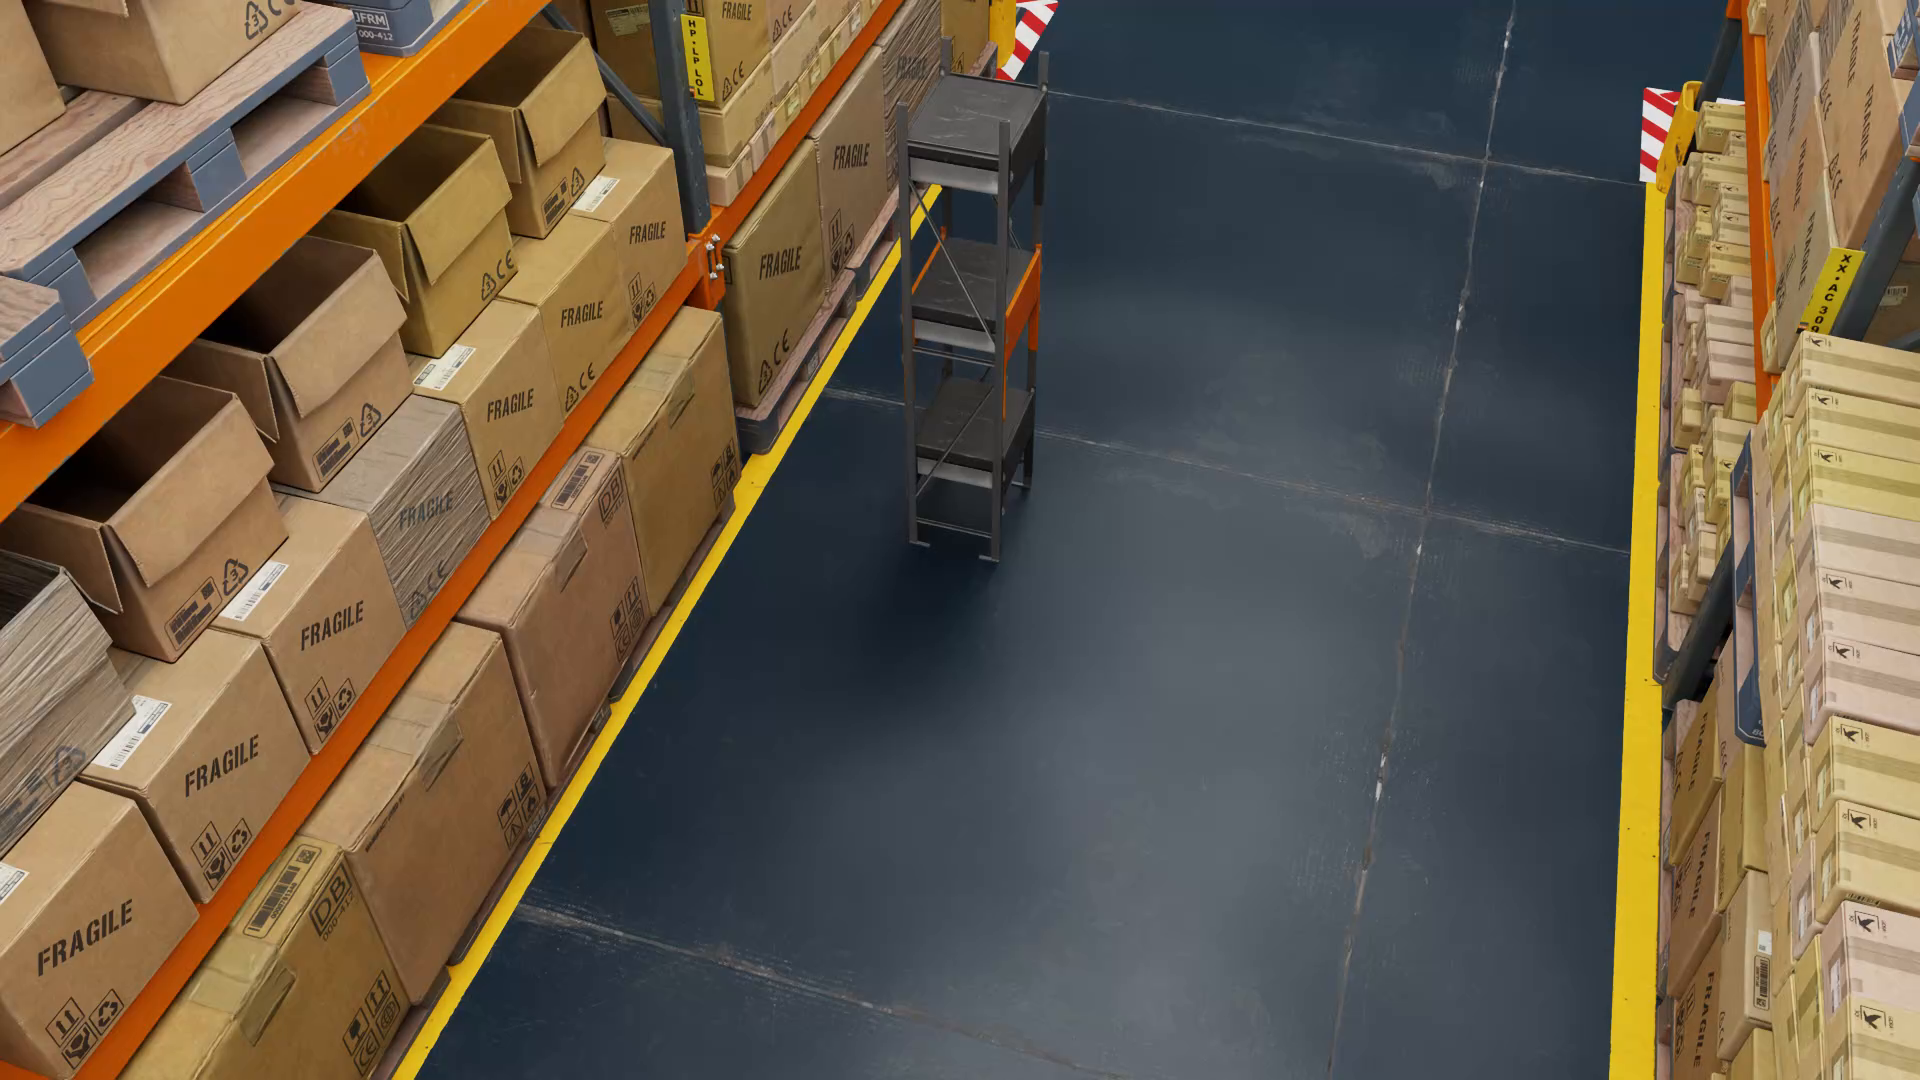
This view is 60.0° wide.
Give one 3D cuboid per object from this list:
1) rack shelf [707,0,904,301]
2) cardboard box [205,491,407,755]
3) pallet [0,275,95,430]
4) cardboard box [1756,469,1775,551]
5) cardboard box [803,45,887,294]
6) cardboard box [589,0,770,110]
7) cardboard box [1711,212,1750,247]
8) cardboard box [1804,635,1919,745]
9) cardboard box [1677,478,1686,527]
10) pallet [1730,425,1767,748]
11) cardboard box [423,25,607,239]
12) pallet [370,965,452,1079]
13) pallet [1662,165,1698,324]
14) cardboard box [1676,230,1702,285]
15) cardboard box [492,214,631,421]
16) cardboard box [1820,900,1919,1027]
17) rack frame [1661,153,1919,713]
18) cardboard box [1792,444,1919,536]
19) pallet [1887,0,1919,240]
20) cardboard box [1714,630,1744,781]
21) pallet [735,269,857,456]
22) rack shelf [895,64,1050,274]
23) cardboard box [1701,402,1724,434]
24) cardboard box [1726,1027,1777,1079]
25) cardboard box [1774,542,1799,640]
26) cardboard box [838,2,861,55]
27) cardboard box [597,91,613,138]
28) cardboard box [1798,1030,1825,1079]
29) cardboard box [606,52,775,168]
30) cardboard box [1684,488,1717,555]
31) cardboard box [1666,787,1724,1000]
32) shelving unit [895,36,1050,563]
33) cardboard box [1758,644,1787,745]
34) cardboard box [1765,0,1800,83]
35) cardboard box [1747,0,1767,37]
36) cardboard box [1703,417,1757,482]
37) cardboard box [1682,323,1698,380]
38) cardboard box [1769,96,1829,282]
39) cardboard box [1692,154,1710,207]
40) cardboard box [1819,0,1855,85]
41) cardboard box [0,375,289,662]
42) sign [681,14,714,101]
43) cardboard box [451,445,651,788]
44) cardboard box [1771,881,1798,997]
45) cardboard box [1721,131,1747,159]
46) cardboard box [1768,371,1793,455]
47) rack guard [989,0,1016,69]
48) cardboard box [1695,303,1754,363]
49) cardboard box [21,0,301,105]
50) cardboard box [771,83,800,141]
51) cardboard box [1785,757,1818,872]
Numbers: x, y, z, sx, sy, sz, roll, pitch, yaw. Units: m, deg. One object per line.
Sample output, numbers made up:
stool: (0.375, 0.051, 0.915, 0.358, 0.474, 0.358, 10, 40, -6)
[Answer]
rack shelf: (-0.866, -2.540, 8.114, 1.077, 0.370, 4.000, 13, 46, 13)
cardboard box: (-1.970, 0.214, 4.714, 0.500, 0.500, 0.500, 12, 46, 12)
pallet: (-2.538, -0.243, 3.243, 1.213, 0.211, 1.003, 15, 46, 14)
cardboard box: (2.589, -0.055, 4.940, 0.380, 0.149, 0.250, 13, 46, 13)
cardboard box: (-0.923, -1.877, 8.142, 0.875, 0.875, 0.875, 13, 46, 13)
cardboard box: (-1.083, -2.050, 6.457, 0.500, 0.500, 0.500, 13, 46, 13)
cardboard box: (3.698, -1.363, 7.710, 0.380, 0.149, 0.250, 14, 46, 14)
cardboard box: (2.277, 0.408, 4.041, 0.380, 0.149, 0.250, 14, 46, 14)
cardboard box: (3.196, -0.156, 6.902, 0.380, 0.149, 0.250, 11, 45, 11)
pallet: (2.855, 0.201, 4.936, 1.003, 0.211, 1.213, 13, 46, 13)
cardboard box: (-1.657, -1.431, 5.677, 0.797, 0.503, 0.637, 11, 46, 11)
pallet: (-2.372, 1.690, 5.271, 1.003, 0.211, 1.213, 13, 46, 13)
pallet: (4.134, -1.431, 8.460, 1.003, 0.211, 1.213, 13, 46, 13)
cardboard box: (3.721, -1.356, 8.128, 0.380, 0.149, 0.250, 13, 46, 13)
cardboard box: (-1.509, -0.802, 5.752, 0.500, 0.500, 0.500, 14, 46, 14)
cardboard box: (2.039, 0.944, 3.494, 0.380, 0.149, 0.250, 13, 46, 13)
rack frame: (3.225, -0.346, 5.358, 1.000, 3.000, 0.127, 13, 46, 13)
cardboard box: (2.509, -0.096, 4.557, 0.380, 0.149, 0.250, 13, 46, 13)
pallet: (2.937, -0.962, 3.977, 1.213, 0.211, 1.003, 13, 46, 13)
cardboard box: (2.750, 0.566, 5.377, 0.500, 0.250, 0.500, 11, 45, 11)
pallet: (-1.166, -0.957, 7.976, 1.003, 0.211, 1.213, 13, 46, 13)
rack shelf: (0.050, -1.351, 6.047, 0.431, 0.518, 0.480, 13, 46, 12)
cardboard box: (3.380, -0.546, 7.088, 0.380, 0.149, 0.250, 14, 46, 13)
cardboard box: (2.283, 1.610, 4.310, 0.500, 0.250, 0.500, 14, 46, 13)
cardboard box: (2.435, 0.171, 4.496, 0.380, 0.149, 0.250, 11, 45, 11)
cardboard box: (-0.673, -2.365, 7.601, 0.380, 0.149, 0.250, 13, 46, 13)
cardboard box: (-1.588, -1.866, 6.806, 0.500, 0.250, 0.500, 12, 46, 12)
cardboard box: (1.962, 1.207, 3.437, 0.380, 0.149, 0.250, 13, 46, 13)
cardboard box: (-1.079, -1.774, 6.712, 0.500, 0.250, 0.500, 12, 46, 12)
cardboard box: (3.088, -0.044, 6.574, 0.380, 0.149, 0.250, 11, 45, 11)
cardboard box: (2.590, 1.187, 5.278, 0.500, 0.500, 0.500, 14, 46, 14)
shelving unit: (0.050, -0.861, 6.527, 0.431, 2.100, 0.503, 13, 46, 12)
cardboard box: (2.356, 0.448, 4.426, 0.380, 0.149, 0.250, 11, 45, 11)
cardboard box: (3.739, -2.227, 6.996, 0.500, 0.500, 0.500, 13, 46, 13)
cardboard box: (3.856, -2.429, 7.667, 0.380, 0.149, 0.250, 11, 46, 11)
cardboard box: (3.193, -0.328, 6.652, 0.380, 0.149, 0.250, 12, 46, 12)
cardboard box: (3.517, -0.828, 7.588, 0.380, 0.149, 0.250, 13, 46, 13)
cardboard box: (3.261, -1.216, 5.963, 0.500, 0.500, 0.500, 11, 46, 11)
cardboard box: (3.896, -1.784, 8.353, 0.380, 0.149, 0.250, 12, 46, 12)
cardboard box: (3.430, -1.900, 5.947, 0.500, 0.500, 0.500, 14, 46, 14)
cardboard box: (-2.246, -0.110, 4.328, 0.797, 0.503, 0.637, 14, 46, 13)
sign: (-0.951, -1.741, 6.012, 0.100, 0.325, 0.005, 13, 46, 13)
cardboard box: (-1.916, 0.172, 6.047, 1.225, 0.875, 0.875, 11, 45, 11)
cardboard box: (2.119, 0.980, 3.882, 0.380, 0.149, 0.250, 14, 46, 14)
cardboard box: (3.985, -1.869, 8.227, 0.380, 0.149, 0.250, 13, 46, 13)
cardboard box: (2.667, -0.347, 5.026, 0.380, 0.149, 0.250, 13, 46, 13)
rack guard: (-0.253, -3.253, 10.115, 1.175, 0.500, 0.348, 13, 46, 13)
cardboard box: (3.410, -0.867, 7.203, 0.380, 0.149, 0.250, 11, 45, 11)
cardboard box: (-2.084, -1.423, 3.940, 0.797, 0.503, 0.637, 12, 46, 12)
cardboard box: (-0.906, -1.852, 7.076, 0.380, 0.149, 0.250, 14, 46, 14)
cardboard box: (2.196, 0.696, 3.960, 0.380, 0.149, 0.250, 12, 46, 12)
